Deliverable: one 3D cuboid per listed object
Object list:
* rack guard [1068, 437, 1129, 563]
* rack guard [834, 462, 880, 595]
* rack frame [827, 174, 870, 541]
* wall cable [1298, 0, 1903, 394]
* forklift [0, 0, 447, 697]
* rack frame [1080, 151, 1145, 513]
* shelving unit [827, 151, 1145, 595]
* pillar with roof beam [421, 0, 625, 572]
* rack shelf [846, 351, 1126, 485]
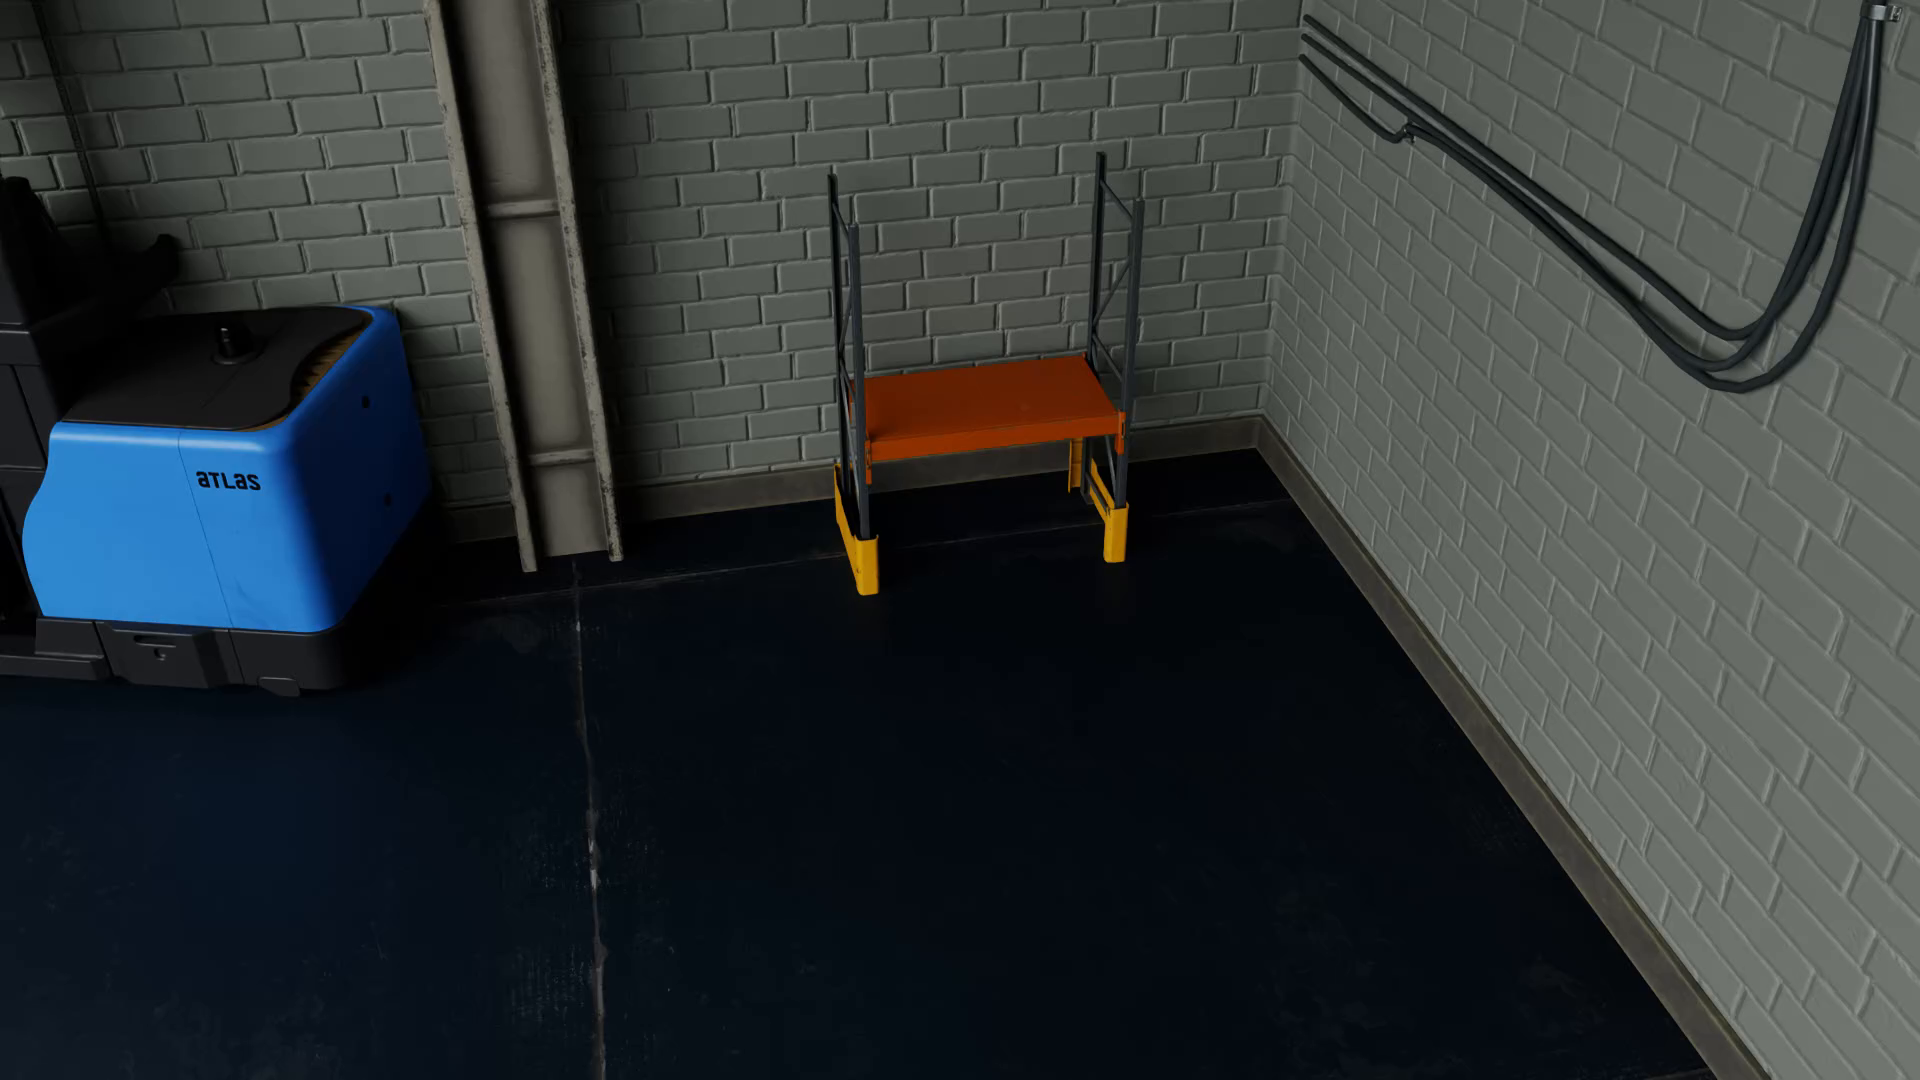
[{"bbox_3d":[0.560,-0.174,6.786,0.087,0.250,0.587,-7,35,-11],"label":"rack guard"},{"bbox_3d":[-0.411,-0.052,6.603,0.087,0.250,0.587,-7,35,-11],"label":"rack guard"},{"bbox_3d":[-0.413,-0.571,6.255,0.032,1.500,0.500,-7,35,-11],"label":"rack frame"},{"bbox_3d":[1.601,-2.071,4.547,0.112,2.526,3.097,-7,35,-11],"label":"wall cable"},{"bbox_3d":[-3.593,-1.003,5.614,3.031,2.935,1.130,3,34,5],"label":"forklift"},{"bbox_3d":[0.579,-0.696,6.441,0.032,1.500,0.500,-7,35,-11],"label":"rack frame"},{"bbox_3d":[0.074,-0.632,6.346,1.083,1.500,0.587,-7,35,-11],"label":"shelving unit"},{"bbox_3d":[-0.614,-1.377,0.726,0.400,9.000,9.100,-7,35,-11],"label":"pillar with roof beam"},{"bbox_3d":[0.083,-0.484,6.448,1.000,0.185,0.538,-7,35,-11],"label":"rack shelf"}]
